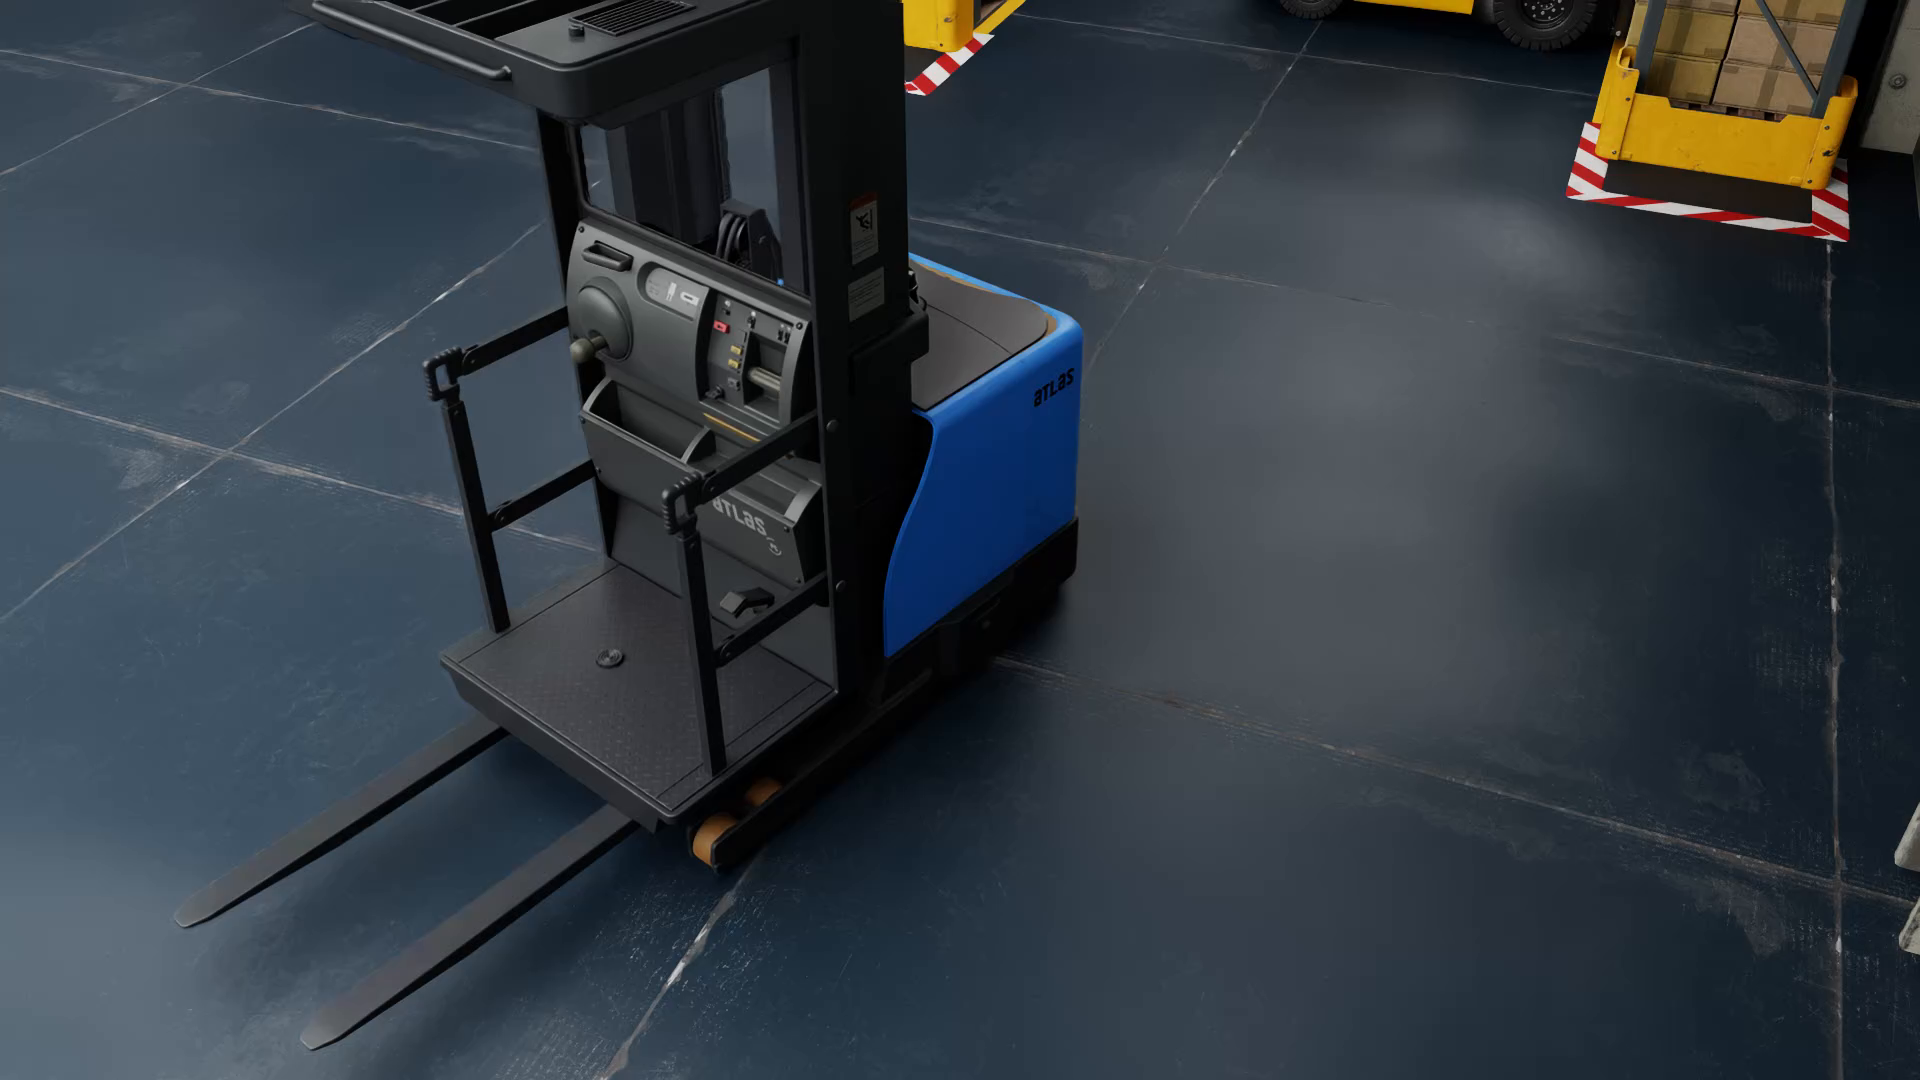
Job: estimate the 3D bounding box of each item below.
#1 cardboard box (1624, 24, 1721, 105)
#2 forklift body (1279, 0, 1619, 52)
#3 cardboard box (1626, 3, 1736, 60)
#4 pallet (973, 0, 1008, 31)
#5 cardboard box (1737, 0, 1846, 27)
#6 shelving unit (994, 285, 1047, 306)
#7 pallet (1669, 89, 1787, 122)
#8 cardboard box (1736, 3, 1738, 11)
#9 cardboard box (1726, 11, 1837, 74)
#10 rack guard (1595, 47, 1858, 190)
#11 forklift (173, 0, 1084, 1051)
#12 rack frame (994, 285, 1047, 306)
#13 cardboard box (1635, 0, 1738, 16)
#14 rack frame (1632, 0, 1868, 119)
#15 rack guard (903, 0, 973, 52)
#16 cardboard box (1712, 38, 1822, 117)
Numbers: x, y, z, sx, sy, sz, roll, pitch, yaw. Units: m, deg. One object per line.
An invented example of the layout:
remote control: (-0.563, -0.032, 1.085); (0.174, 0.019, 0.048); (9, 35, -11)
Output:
cardboard box: (3.947, -2.661, 9.250); (0.500, 0.250, 0.500); (14, 39, 18)
forklift body: (3.095, -4.387, 10.323); (2.313, 2.155, 1.214); (14, 39, 18)
cardboard box: (3.957, -2.870, 9.112); (0.500, 0.250, 0.500); (13, 39, 17)
pallet: (-0.160, -3.757, 11.101); (1.003, 0.211, 1.213); (14, 39, 18)
cardboard box: (4.419, -2.952, 8.805); (0.500, 0.250, 0.500); (13, 39, 17)
shelving unit: (0.150, -0.462, 6.116); (0.258, 0.900, 0.210); (27, 44, 31)
pallet: (4.313, -2.578, 9.522); (1.003, 0.211, 1.213); (14, 39, 18)
cardboard box: (4.612, -3.022, 9.316); (0.500, 0.250, 0.500); (13, 39, 17)
cardboard box: (4.432, -2.742, 8.941); (0.500, 0.250, 0.500); (15, 39, 19)
rack guard: (4.052, -2.247, 8.839); (1.175, 0.500, 0.348); (14, 39, 18)
forklift: (-0.910, -0.539, 4.523); (1.130, 2.935, 3.031); (27, 44, 31)
rack frame: (0.215, -0.509, 6.179); (0.240, 0.900, 0.006); (27, 44, 31)
cardboard box: (3.948, -3.055, 8.943); (0.500, 0.250, 0.500); (15, 39, 19)
rack frame: (4.061, -3.262, 8.108); (1.000, 3.000, 0.127); (14, 39, 18)
rack guard: (-0.502, -3.431, 10.423); (1.175, 0.500, 0.348); (14, 39, 18)
cardboard box: (4.429, -2.556, 9.110); (0.500, 0.250, 0.500); (14, 39, 18)
